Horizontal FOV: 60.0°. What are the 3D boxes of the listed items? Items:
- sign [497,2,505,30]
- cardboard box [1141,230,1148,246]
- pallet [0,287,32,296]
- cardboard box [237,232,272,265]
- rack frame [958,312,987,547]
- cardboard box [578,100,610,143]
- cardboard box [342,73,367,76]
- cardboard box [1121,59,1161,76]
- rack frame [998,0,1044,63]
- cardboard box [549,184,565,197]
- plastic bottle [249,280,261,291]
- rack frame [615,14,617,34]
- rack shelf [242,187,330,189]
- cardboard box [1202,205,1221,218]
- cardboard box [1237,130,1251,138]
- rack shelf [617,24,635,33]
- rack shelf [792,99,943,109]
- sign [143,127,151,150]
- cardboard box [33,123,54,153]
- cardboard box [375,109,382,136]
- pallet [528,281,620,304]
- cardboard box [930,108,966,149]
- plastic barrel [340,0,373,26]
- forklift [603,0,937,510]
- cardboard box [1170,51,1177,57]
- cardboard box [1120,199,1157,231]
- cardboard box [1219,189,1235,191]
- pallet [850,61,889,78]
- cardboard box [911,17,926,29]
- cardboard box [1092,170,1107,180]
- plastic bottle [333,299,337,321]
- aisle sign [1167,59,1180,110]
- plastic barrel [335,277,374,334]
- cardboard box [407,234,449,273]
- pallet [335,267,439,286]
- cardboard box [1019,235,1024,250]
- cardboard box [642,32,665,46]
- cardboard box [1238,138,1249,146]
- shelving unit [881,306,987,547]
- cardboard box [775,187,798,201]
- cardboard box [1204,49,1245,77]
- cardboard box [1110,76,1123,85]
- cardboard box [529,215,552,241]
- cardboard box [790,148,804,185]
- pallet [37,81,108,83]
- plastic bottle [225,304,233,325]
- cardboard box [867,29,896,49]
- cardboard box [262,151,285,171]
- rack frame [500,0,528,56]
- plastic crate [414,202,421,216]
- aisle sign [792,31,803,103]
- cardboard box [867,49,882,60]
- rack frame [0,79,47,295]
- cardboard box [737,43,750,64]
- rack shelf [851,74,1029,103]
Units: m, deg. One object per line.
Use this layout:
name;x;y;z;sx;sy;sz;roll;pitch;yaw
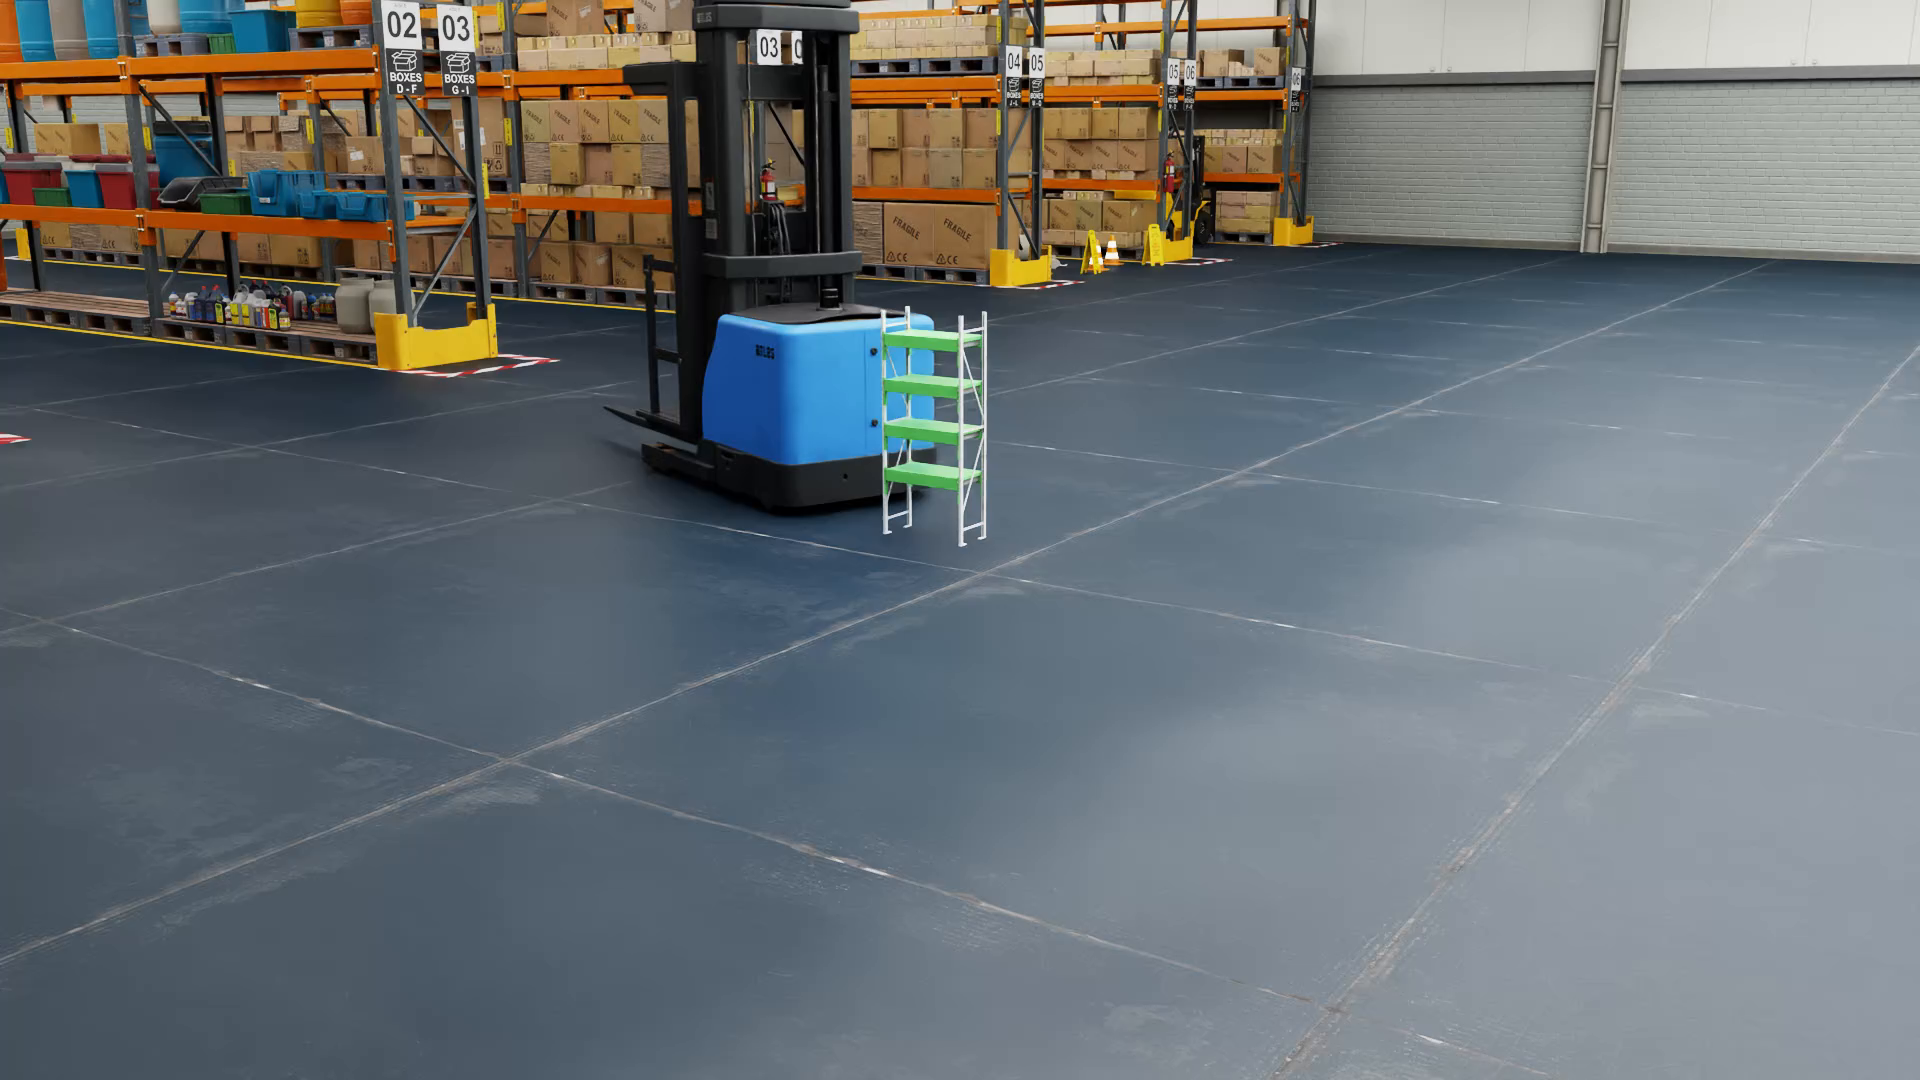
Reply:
sign;-5.639;-6.432;20.426;0.005;0.325;0.100;9;17;33
cardboard box;3.002;-5.117;28.099;0.500;0.250;0.500;9;17;32
pallet;-12.093;-2.938;20.251;1.213;0.211;1.003;9;17;33
cardboard box;-9.948;-4.572;24.596;0.875;0.875;1.225;9;17;33
rack frame;0.065;-0.572;8.636;0.015;1.200;0.240;9;17;33
cardboard box;-4.271;-5.078;20.187;0.500;0.500;0.500;9;17;33
cardboard box;-7.978;-6.382;22.431;0.500;0.250;0.500;10;17;34
cardboard box;2.942;-7.627;26.842;0.500;0.250;0.500;9;16;32
rack frame;0.839;-7.996;22.397;0.127;3.000;1.000;9;17;33
cardboard box;-4.899;-4.370;20.757;0.250;0.149;0.380;9;17;33
plastic bottle;-7.402;-2.556;17.504;0.185;0.351;0.144;9;16;31
rack frame;-6.440;-10.606;32.940;0.127;3.000;1.000;9;17;33
rack shelf;-10.311;-5.100;24.681;4.000;0.370;1.077;9;17;33
cardboard box;4.856;-6.324;31.935;0.500;0.250;0.500;9;16;32
cardboard box;5.415;-7.645;31.287;0.250;0.149;0.380;10;17;34
rack shelf;-4.780;-9.794;31.991;4.000;0.370;1.077;9;17;33
rack shelf;-2.013;-9.523;36.303;4.000;0.370;1.077;9;17;33
sign;-12.279;-6.066;25.117;0.005;0.325;0.100;9;17;33
cardboard box;-14.627;-6.505;26.989;0.500;0.500;0.500;9;16;31
cardboard box;-10.092;-7.449;29.763;0.500;0.500;0.500;9;16;31
pallet;-4.755;-3.208;21.344;1.213;0.211;1.003;9;17;33
cardboard box;0.044;-5.794;23.426;0.550;0.550;0.875;9;17;33
plastic barrel;-5.252;-5.029;14.887;0.708;0.830;0.600;9;17;33
forklift;-1.382;-1.896;10.382;1.130;2.935;3.031;-9;17;-33
cardboard box;3.336;-7.894;27.090;0.250;0.149;0.380;9;17;32
cardboard box;2.982;-5.484;28.022;0.500;0.500;0.500;9;16;31
cardboard box;5.166;-6.667;32.280;0.500;0.250;0.500;9;17;32
pallet;-1.807;-6.921;24.483;1.213;0.211;1.003;9;17;33
cardboard box;-0.471;-7.171;23.089;0.250;0.149;0.380;9;17;33
cardboard box;2.384;-6.049;27.539;0.250;0.149;0.380;10;17;34
plastic bottle;-6.286;-2.355;16.832;0.133;0.283;0.061;10;17;34
aisle sign;3.407;-7.280;26.580;0.004;0.787;0.394;9;17;33
plastic barrel;-5.782;-2.257;16.003;0.421;0.512;0.421;0;14;0
cardboard box;-7.143;-3.949;22.820;0.500;0.500;0.700;11;18;37
pallet;-8.004;-3.723;23.422;1.213;0.211;1.003;9;17;33
cardboard box;0.647;-4.603;26.372;0.637;0.503;0.797;-1;14;-6
cardboard box;-3.493;-5.836;19.397;0.250;0.149;0.380;8;16;30
cardboard box;5.431;-7.504;31.336;0.250;0.149;0.380;10;17;34
shelving unit;-0.137;-0.605;8.769;0.503;1.200;0.258;9;17;33
cardboard box;-2.117;-4.072;19.554;0.250;0.149;0.380;9;17;33
cardboard box;4.987;-9.000;31.404;0.500;0.500;0.700;9;17;33
cardboard box;2.639;-7.480;27.077;0.250;0.149;0.380;10;17;34
cardboard box;-6.920;-5.254;28.132;0.500;0.500;0.500;10;17;35
cardboard box;-2.168;-5.646;25.077;0.550;0.550;0.875;9;17;33
pallet;-14.668;-7.570;27.102;1.213;0.211;1.003;9;17;33
plastic bottle;-7.280;-2.254;16.592;0.097;0.201;0.097;0;14;0
cardboard box;-0.972;-7.076;23.535;0.500;0.250;0.500;9;17;33
cardboard box;-9.610;-5.315;23.842;0.500;0.500;0.500;9;17;32
rack frame;-5.332;-7.557;20.624;0.127;3.000;1.000;9;17;33
plastic crate;-5.341;-3.177;15.964;0.250;0.136;0.298;9;17;33
aisle sign;-1.795;-5.422;19.073;0.004;0.787;0.394;9;17;33
cardboard box;-1.106;-6.886;23.597;0.250;0.149;0.380;9;17;34
rack frame;-11.416;-4.194;19.522;0.127;3.000;1.000;9;17;33
cardboard box;-2.555;-5.506;18.892;0.500;0.250;0.500;10;17;34
rack shelf;-0.821;-6.459;23.927;4.000;0.370;1.077;9;17;33
